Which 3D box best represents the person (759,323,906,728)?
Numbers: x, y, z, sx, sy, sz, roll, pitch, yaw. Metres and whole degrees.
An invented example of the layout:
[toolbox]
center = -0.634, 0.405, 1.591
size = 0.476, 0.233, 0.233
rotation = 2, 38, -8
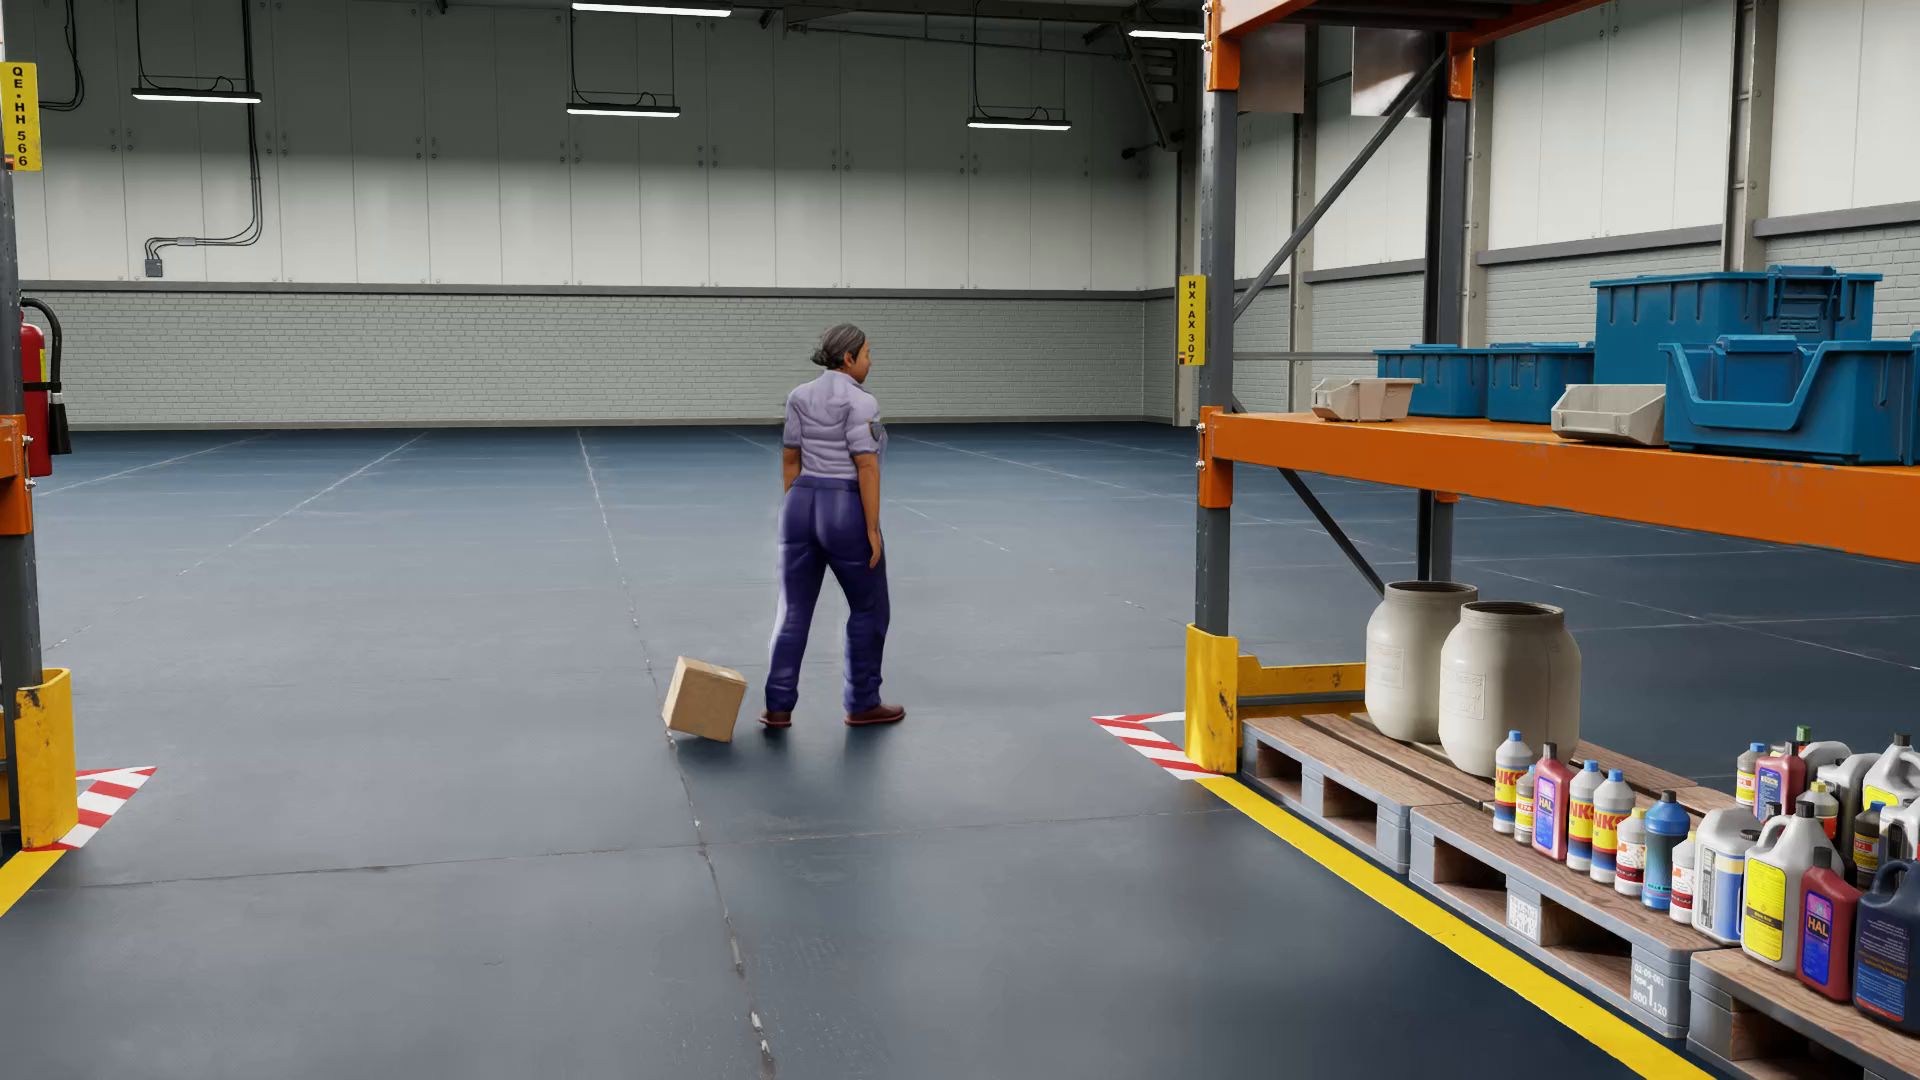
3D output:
[person]
center = -0.527, -0.053, 6.737
size = 0.528, 1.638, 0.598
rotation = 4, 7, 31
